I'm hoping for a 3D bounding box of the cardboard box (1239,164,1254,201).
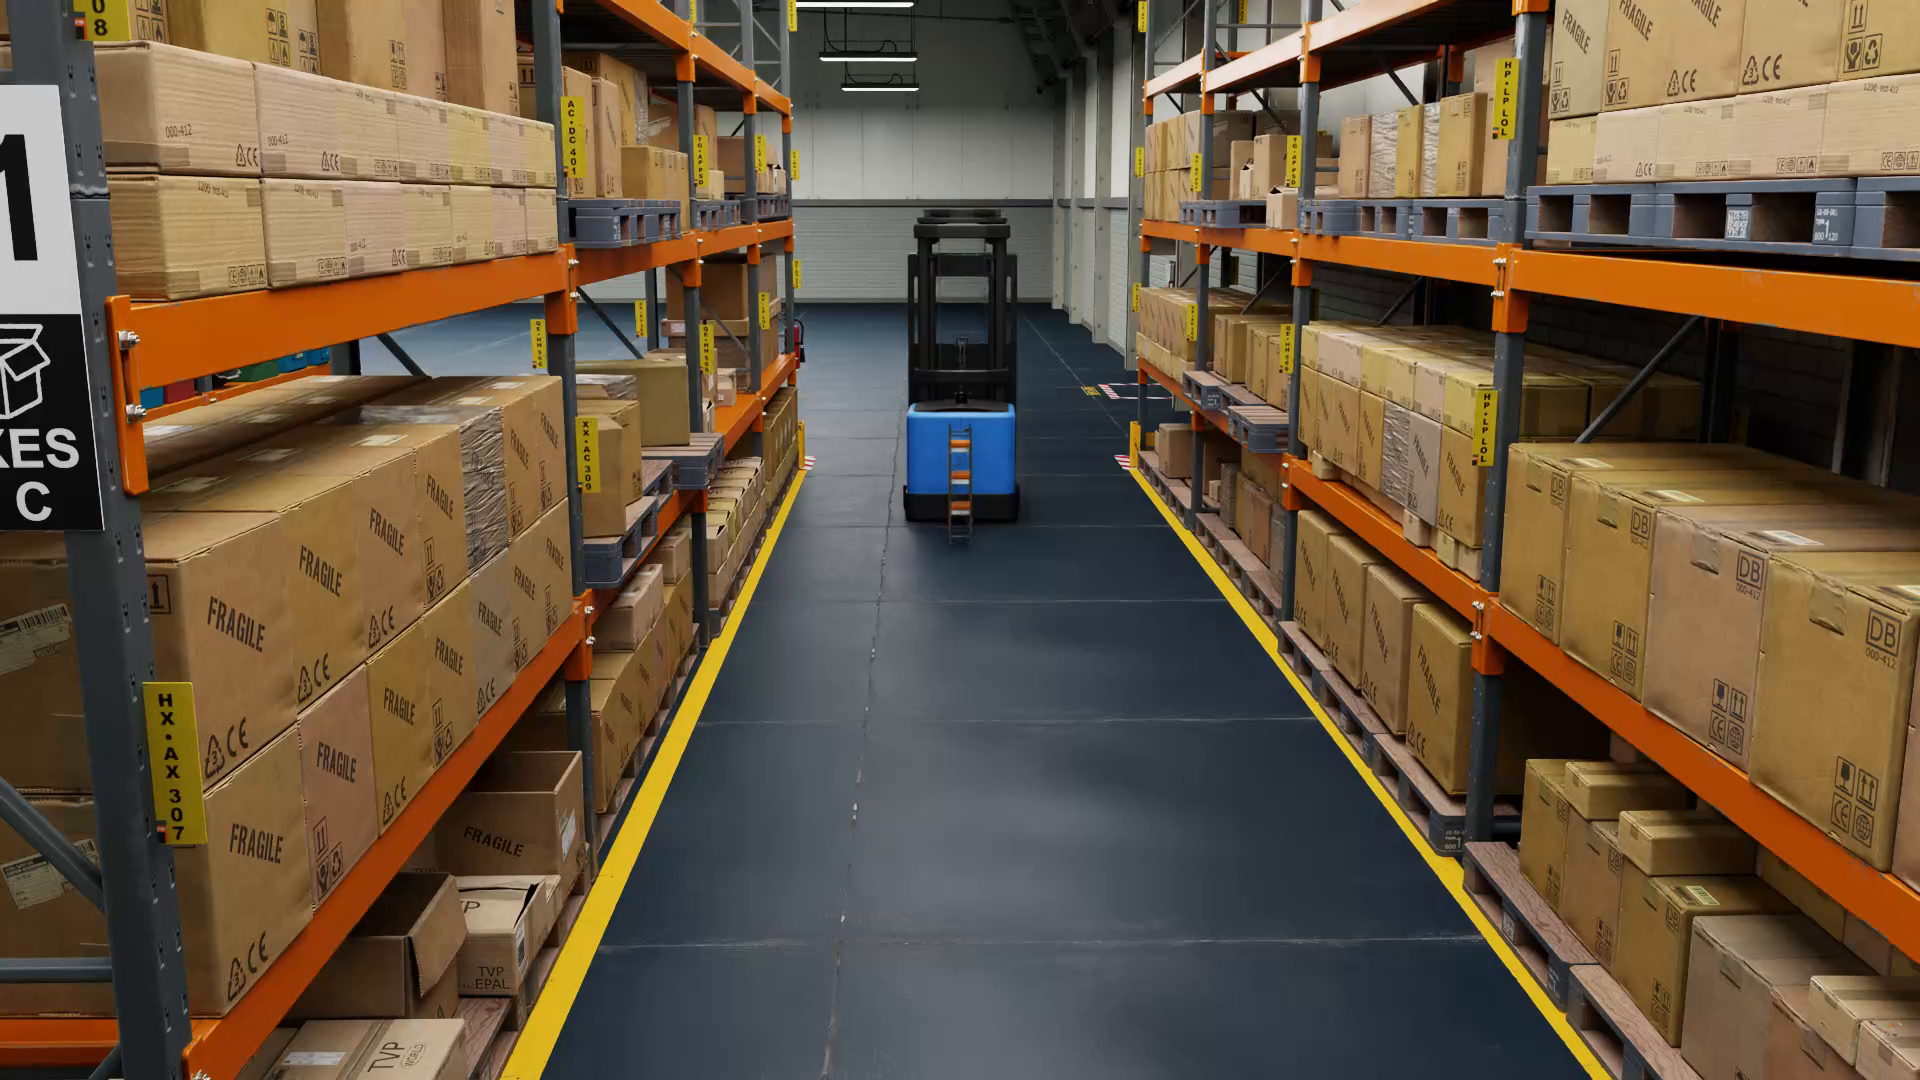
[{"bbox_3d":[2.589,-2.949,13.672,0.500,0.311,0.500,0,11,1],"label":"cardboard box"}]

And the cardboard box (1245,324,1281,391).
[{"bbox_3d":[2.671,-1.469,13.399,0.700,0.500,0.500,1,12,7],"label":"cardboard box"}]

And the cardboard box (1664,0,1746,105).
[{"bbox_3d":[2.577,-1.633,5.204,0.500,0.500,0.500,0,11,-1],"label":"cardboard box"}]

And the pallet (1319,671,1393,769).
[{"bbox_3d":[2.691,1.013,9.535,1.003,0.211,1.213,0,11,-1],"label":"pallet"}]

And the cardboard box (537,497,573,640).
[{"bbox_3d":[-1.875,0.113,6.707,0.500,0.500,0.500,0,11,0],"label":"cardboard box"}]

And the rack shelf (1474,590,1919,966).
[{"bbox_3d":[2.852,0.793,5.417,1.077,0.370,4.000,0,11,-1],"label":"rack shelf"}]

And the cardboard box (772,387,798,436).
[{"bbox_3d":[-2.082,-1.442,18.597,0.500,0.500,0.500,0,11,-1],"label":"cardboard box"}]

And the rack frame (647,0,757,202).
[{"bbox_3d":[-2.307,-4.467,14.443,1.000,3.000,0.127,0,11,-1],"label":"rack frame"}]

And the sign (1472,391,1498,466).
[{"bbox_3d":[2.268,-0.482,7.177,0.100,0.325,0.005,0,11,-1],"label":"sign"}]

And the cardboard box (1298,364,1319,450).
[{"bbox_3d":[2.482,-0.860,10.702,0.500,0.500,0.500,0,11,1],"label":"cardboard box"}]

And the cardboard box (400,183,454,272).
[{"bbox_3d":[-1.842,-0.939,4.977,0.500,0.250,0.500,0,11,-1],"label":"cardboard box"}]

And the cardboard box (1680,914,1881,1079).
[{"bbox_3d":[2.757,1.519,5.260,0.700,0.500,0.500,-1,11,-3],"label":"cardboard box"}]

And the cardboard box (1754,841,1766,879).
[{"bbox_3d":[2.942,1.071,5.837,0.380,0.149,0.250,0,11,-1],"label":"cardboard box"}]

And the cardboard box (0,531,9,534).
[{"bbox_3d":[-2.344,0.232,3.603,0.500,0.500,0.500,0,11,-2],"label":"cardboard box"}]

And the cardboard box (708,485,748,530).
[{"bbox_3d":[-1.981,-0.278,13.334,0.500,0.311,0.500,0,11,-2],"label":"cardboard box"}]

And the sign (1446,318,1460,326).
[{"bbox_3d":[3.283,-1.323,11.124,0.100,0.325,0.005,0,11,-1],"label":"sign"}]

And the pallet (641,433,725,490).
[{"bbox_3d":[-2.141,-0.503,10.477,1.213,0.211,1.003,0,11,-1],"label":"pallet"}]

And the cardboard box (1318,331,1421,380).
[{"bbox_3d":[2.491,-1.127,10.132,0.500,0.250,0.500,0,11,-2],"label":"cardboard box"}]

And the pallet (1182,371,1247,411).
[{"bbox_3d":[2.515,-1.301,14.411,1.003,0.211,1.213,0,11,-1],"label":"pallet"}]

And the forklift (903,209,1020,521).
[{"bbox_3d":[0.028,-1.863,16.872,1.130,2.935,3.031,0,11,1],"label":"forklift"}]

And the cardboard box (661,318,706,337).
[{"bbox_3d":[-2.527,-1.947,15.228,0.380,0.149,0.250,0,11,-1],"label":"cardboard box"}]

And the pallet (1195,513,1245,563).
[{"bbox_3d":[2.663,-0.026,14.658,1.003,0.211,1.213,0,11,-1],"label":"pallet"}]

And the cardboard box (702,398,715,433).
[{"bbox_3d":[-2.050,-0.866,12.010,0.500,0.311,0.500,0,11,-2],"label":"cardboard box"}]

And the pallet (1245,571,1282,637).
[{"bbox_3d":[2.713,0.459,12.268,1.003,0.211,1.213,0,11,-1],"label":"pallet"}]

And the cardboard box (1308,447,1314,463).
[{"bbox_3d":[2.503,-0.573,10.920,0.380,0.149,0.250,0,11,-2],"label":"cardboard box"}]

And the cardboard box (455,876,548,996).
[{"bbox_3d":[-1.831,1.427,6.137,0.500,0.311,0.500,0,11,-1],"label":"cardboard box"}]

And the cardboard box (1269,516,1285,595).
[{"bbox_3d":[2.661,0.114,12.134,0.700,0.500,0.500,0,11,0],"label":"cardboard box"}]

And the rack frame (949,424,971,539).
[{"bbox_3d":[-0.001,-0.528,15.022,0.200,1.050,0.008,0,11,-1],"label":"rack frame"}]

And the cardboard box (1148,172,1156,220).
[{"bbox_3d":[2.295,-3.697,17.893,0.500,0.500,0.500,1,11,3],"label":"cardboard box"}]

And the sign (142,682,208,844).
[{"bbox_3d":[-1.517,0.432,3.207,0.100,0.325,0.005,0,11,-1],"label":"sign"}]

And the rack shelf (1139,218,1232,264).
[{"bbox_3d":[2.604,-3.063,16.877,1.077,0.370,4.000,0,11,-1],"label":"rack shelf"}]

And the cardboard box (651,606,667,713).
[{"bbox_3d":[-1.943,0.670,9.393,0.500,0.500,0.500,-1,11,-3],"label":"cardboard box"}]

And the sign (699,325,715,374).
[{"bbox_3d":[-1.682,-1.264,11.034,0.100,0.325,0.005,0,11,-1],"label":"sign"}]

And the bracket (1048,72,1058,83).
[{"bbox_3d":[2.529,-12.279,43.897,0.076,0.066,4.783,0,11,-1],"label":"bracket"}]

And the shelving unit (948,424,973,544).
[{"bbox_3d":[0.001,-0.504,14.902,0.215,1.050,0.252,0,11,-1],"label":"shelving unit"}]

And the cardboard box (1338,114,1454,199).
[{"bbox_3d":[2.795,-2.393,10.408,0.700,0.500,0.500,-1,12,-6],"label":"cardboard box"}]

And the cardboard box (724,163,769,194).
[{"bbox_3d":[-2.065,-3.436,15.723,0.500,0.311,0.500,-1,12,-4],"label":"cardboard box"}]

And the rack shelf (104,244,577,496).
[{"bbox_3d":[-2.101,-0.656,5.015,1.077,0.370,4.000,0,11,-1],"label":"rack shelf"}]

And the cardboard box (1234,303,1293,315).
[{"bbox_3d":[2.844,-1.946,15.547,0.500,0.500,0.500,-1,11,-2],"label":"cardboard box"}]

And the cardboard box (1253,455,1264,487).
[{"bbox_3d":[2.704,-0.569,13.612,0.500,0.250,0.500,-1,11,-3],"label":"cardboard box"}]

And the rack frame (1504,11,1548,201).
[{"bbox_3d":[2.810,-2.898,6.709,1.000,3.000,0.127,0,11,-1],"label":"rack frame"}]

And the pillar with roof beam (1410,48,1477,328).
[{"bbox_3d":[-0.738,-3.937,11.832,9.100,9.000,0.400,0,11,-1],"label":"pillar with roof beam"}]

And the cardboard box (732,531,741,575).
[{"bbox_3d":[-1.970,0.102,12.873,0.500,0.250,0.500,-1,11,-3],"label":"cardboard box"}]

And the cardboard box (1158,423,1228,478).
[{"bbox_3d":[2.464,-0.936,17.310,0.700,0.500,0.500,-1,12,-5],"label":"cardboard box"}]

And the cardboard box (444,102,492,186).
[{"bbox_3d":[-1.846,-1.284,5.417,0.500,0.250,0.500,0,11,-1],"label":"cardboard box"}]

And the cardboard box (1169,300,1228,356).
[{"bbox_3d":[2.310,-2.043,16.028,0.500,0.500,0.500,0,11,-1],"label":"cardboard box"}]

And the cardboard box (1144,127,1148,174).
[{"bbox_3d":[2.328,-4.284,18.271,0.500,0.500,0.500,-1,12,-5],"label":"cardboard box"}]

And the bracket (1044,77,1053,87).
[{"bbox_3d":[2.475,-12.791,46.421,0.235,0.232,0.430,0,11,-1],"label":"bracket"}]

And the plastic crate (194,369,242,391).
[{"bbox_3d":[-7.144,-1.581,15.465,0.767,0.338,0.504,0,11,-1],"label":"plastic crate"}]

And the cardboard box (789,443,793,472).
[{"bbox_3d":[-2.049,-0.876,17.692,0.500,0.250,0.500,0,11,-1],"label":"cardboard box"}]

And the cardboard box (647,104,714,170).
[{"bbox_3d":[-2.299,-3.261,13.478,0.500,0.500,0.500,1,12,4],"label":"cardboard box"}]

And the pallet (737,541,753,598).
[{"bbox_3d":[-2.225,0.229,13.398,1.003,0.211,1.213,0,11,-1],"label":"pallet"}]

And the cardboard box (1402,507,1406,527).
[{"bbox_3d":[2.528,-0.113,8.654,0.380,0.149,0.250,0,11,-1],"label":"cardboard box"}]

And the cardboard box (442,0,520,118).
[{"bbox_3d":[-2.094,-1.849,6.318,0.700,0.500,0.500,0,11,-1],"label":"cardboard box"}]

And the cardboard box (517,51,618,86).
[{"bbox_3d":[-2.201,-2.451,9.286,0.500,0.500,0.500,0,11,-1],"label":"cardboard box"}]

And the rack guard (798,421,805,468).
[{"bbox_3d":[-2.391,-1.102,19.231,1.175,0.500,0.348,0,11,-1],"label":"rack guard"}]
